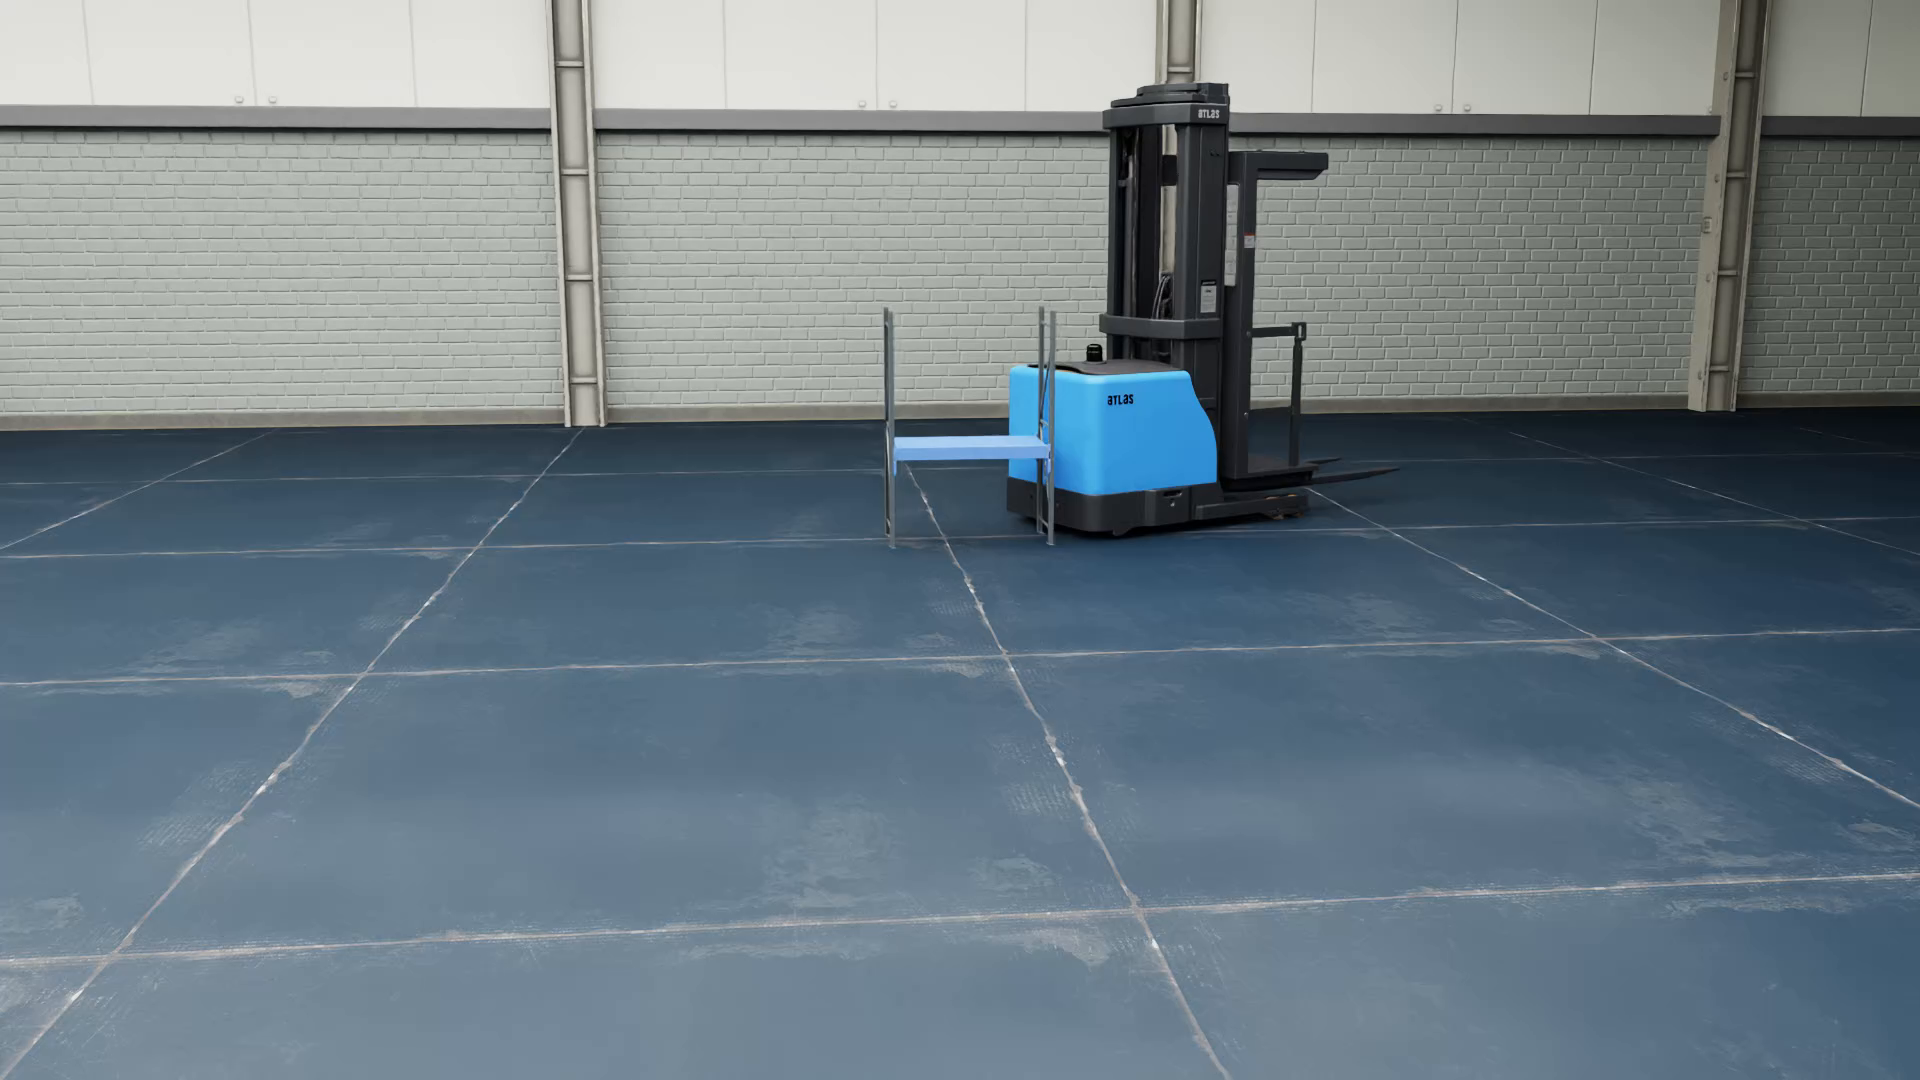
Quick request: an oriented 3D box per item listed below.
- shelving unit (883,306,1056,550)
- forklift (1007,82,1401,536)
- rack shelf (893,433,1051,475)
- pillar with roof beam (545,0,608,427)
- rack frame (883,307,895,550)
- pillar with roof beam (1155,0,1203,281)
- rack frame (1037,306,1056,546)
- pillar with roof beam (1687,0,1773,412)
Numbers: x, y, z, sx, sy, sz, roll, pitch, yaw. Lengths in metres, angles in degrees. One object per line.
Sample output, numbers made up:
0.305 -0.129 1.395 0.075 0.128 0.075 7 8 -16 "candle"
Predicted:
0.051 -0.733 10.711 1.048 1.500 0.538 -1 11 -6 "shelving unit"
1.843 -1.654 11.682 3.031 2.935 1.130 -7 13 -32 "forklift"
0.051 -0.557 10.745 1.000 0.185 0.538 -1 11 -6 "rack shelf"
-3.306 -4.756 11.731 0.400 9.000 9.100 -1 11 -6 "pillar with roof beam"
-0.454 -0.723 10.656 0.032 1.500 0.500 -1 11 -6 "rack frame"
2.659 -4.881 12.367 0.400 9.000 9.100 -1 11 -6 "pillar with roof beam"
0.557 -0.744 10.765 0.032 1.500 0.500 -1 11 -6 "rack frame"
8.624 -5.006 13.003 0.400 9.000 9.100 -1 11 -6 "pillar with roof beam"
